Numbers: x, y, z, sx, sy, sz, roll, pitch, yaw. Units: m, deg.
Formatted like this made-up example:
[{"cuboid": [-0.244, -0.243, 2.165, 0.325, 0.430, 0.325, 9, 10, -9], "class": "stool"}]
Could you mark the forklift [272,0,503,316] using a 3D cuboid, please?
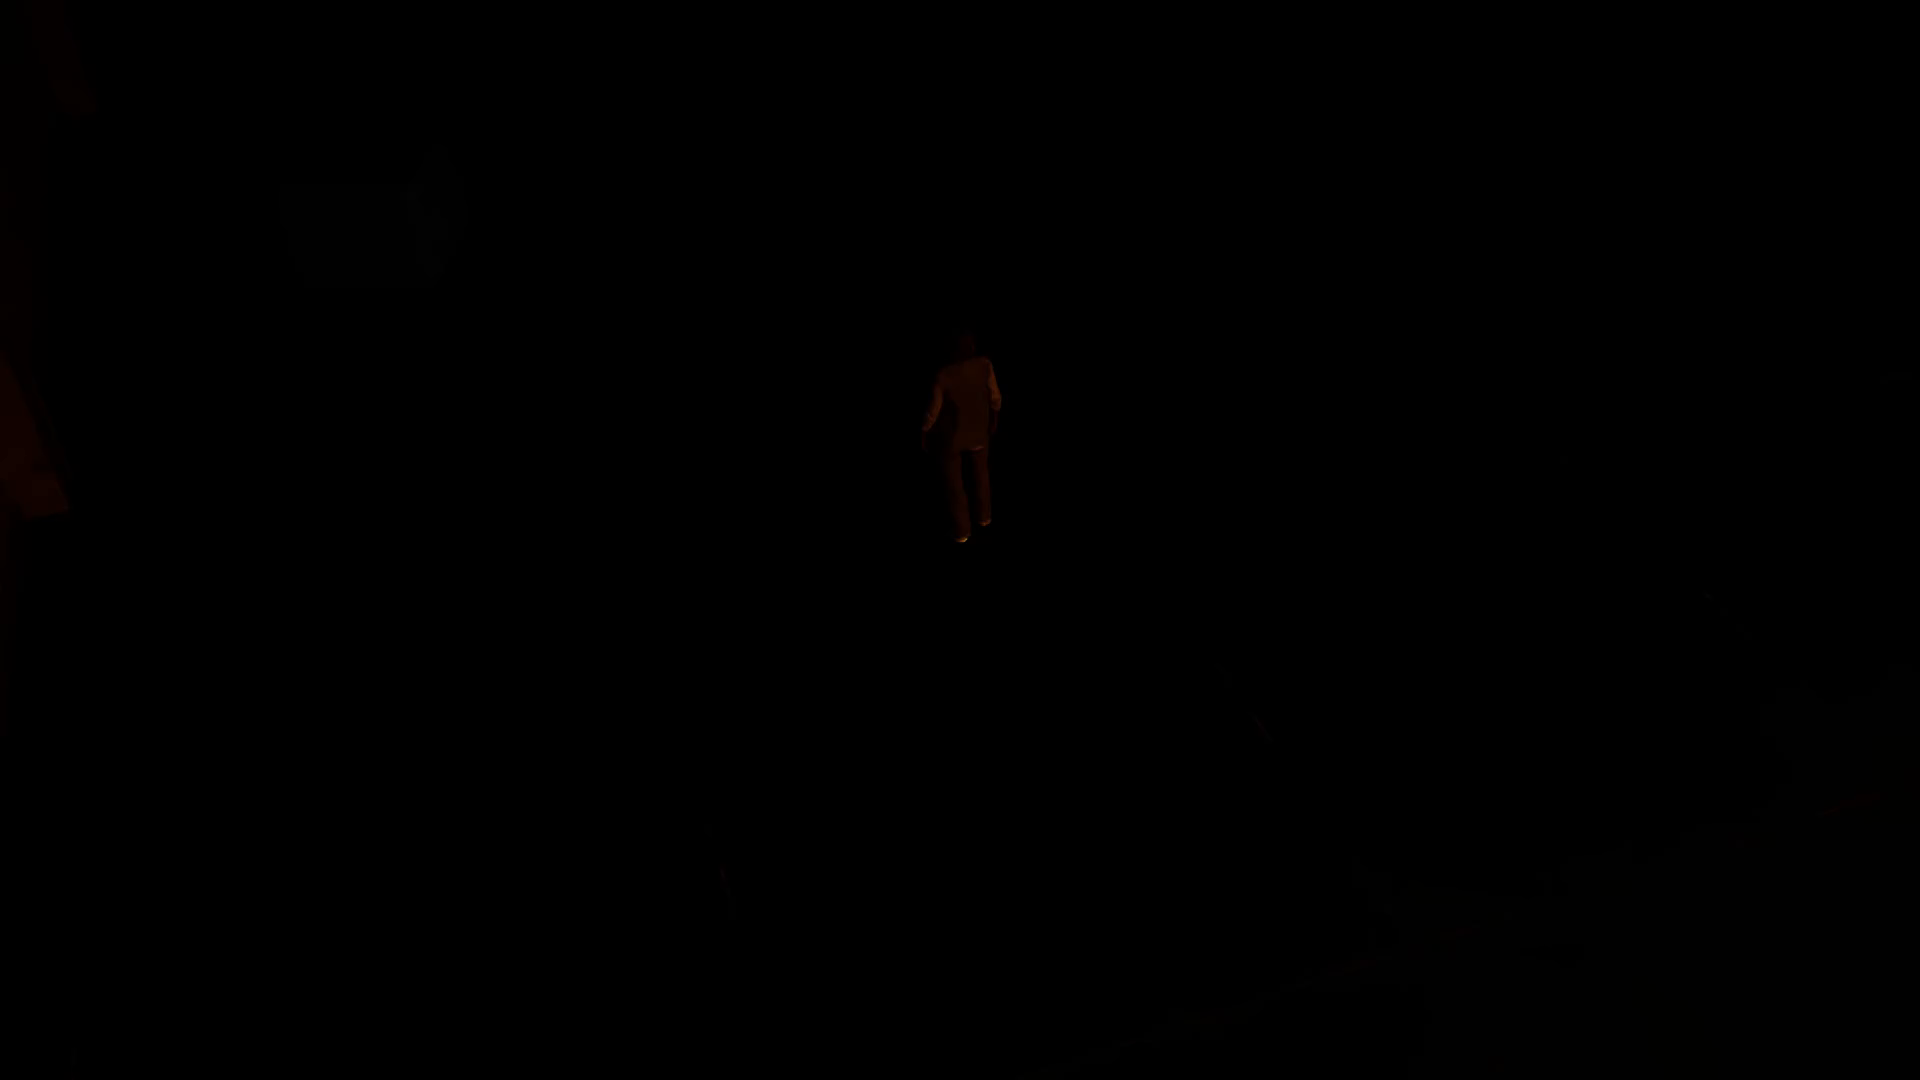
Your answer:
[{"cuboid": [-4.279, -3.676, 12.374, 1.130, 2.935, 3.031, 0, 40, 0], "class": "forklift"}]

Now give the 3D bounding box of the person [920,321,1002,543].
[{"cuboid": [-0.013, -0.665, 9.815, 0.521, 1.597, 0.474, -13, 42, -15], "class": "person"}]
